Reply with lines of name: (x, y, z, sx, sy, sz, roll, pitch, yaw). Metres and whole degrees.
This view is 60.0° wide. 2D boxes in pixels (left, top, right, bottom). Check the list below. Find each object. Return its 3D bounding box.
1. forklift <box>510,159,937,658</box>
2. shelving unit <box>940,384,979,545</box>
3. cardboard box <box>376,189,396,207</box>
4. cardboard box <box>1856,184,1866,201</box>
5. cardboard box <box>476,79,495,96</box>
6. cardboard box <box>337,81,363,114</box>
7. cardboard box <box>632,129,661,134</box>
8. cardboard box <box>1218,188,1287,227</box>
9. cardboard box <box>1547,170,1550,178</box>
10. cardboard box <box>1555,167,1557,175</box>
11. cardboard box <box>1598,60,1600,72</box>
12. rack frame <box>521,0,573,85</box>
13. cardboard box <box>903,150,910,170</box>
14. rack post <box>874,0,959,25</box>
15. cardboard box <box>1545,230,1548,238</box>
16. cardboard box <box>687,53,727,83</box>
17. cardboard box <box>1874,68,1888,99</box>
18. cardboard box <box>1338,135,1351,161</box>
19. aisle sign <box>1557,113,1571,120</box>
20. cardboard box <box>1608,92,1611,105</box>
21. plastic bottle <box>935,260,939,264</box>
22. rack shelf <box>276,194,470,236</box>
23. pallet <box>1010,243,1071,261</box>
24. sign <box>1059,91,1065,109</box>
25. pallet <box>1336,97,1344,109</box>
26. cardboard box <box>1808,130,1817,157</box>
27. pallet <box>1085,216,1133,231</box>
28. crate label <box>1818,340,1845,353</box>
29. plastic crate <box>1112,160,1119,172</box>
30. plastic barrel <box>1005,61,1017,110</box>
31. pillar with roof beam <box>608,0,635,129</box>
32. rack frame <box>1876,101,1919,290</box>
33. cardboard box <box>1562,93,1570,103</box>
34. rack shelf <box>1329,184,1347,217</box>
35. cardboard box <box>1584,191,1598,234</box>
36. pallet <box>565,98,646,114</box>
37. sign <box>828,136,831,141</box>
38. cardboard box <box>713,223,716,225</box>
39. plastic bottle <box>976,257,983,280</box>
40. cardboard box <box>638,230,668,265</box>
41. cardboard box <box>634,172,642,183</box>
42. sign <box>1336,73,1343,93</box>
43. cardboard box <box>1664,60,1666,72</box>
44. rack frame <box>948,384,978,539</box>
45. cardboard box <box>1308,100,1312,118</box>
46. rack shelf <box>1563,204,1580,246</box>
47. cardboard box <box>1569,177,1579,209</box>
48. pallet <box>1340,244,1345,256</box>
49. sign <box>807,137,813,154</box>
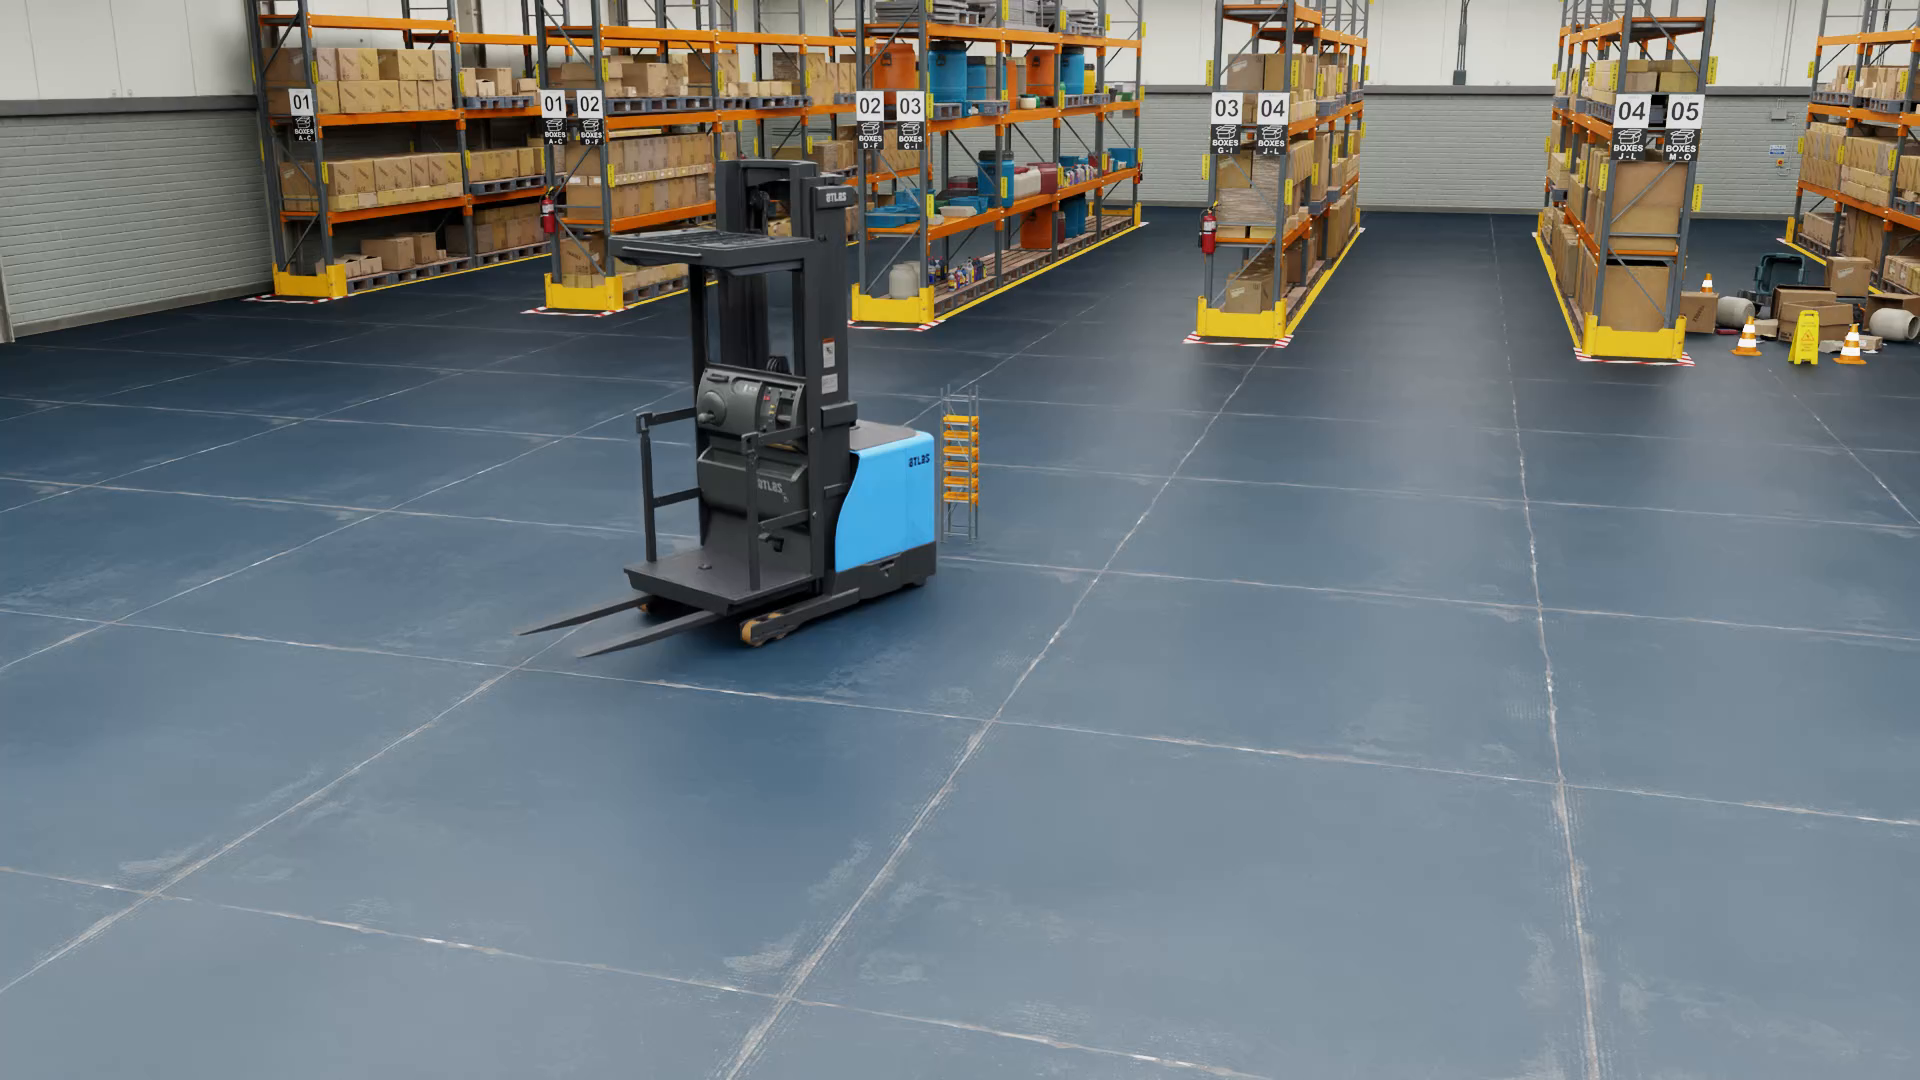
forklift: (-1.494, -0.893, 10.605, 1.130, 2.935, 3.031, 13, 20, 38)
shelving unit: (-0.004, -0.573, 12.652, 0.258, 1.200, 0.189, 5, 16, 16)
cardboard box: (-9.716, -5.674, 27.573, 0.500, 0.250, 0.500, 4, 16, 15)
cardboard box: (15.880, -6.017, 28.820, 0.500, 0.250, 0.500, 4, 16, 15)
cardboard box: (-8.900, -8.310, 30.527, 0.500, 0.311, 0.500, 5, 17, 18)
cardboard box: (-9.922, -7.070, 26.541, 0.500, 0.500, 0.500, 6, 17, 20)
cardboard box: (-6.921, -8.922, 36.650, 0.500, 0.250, 0.500, 5, 17, 17)
cardboard box: (3.986, -4.544, 22.624, 0.875, 0.500, 0.500, 5, 16, 16)
cardboard box: (12.511, -7.670, 34.833, 0.380, 0.149, 0.250, 4, 16, 14)
cardboard box: (10.799, -6.551, 29.574, 0.380, 0.149, 0.250, 5, 16, 15)
cardboard box: (9.094, -6.600, 23.152, 0.380, 0.149, 0.250, 4, 16, 15)
rack frame: (-8.170, -10.342, 32.801, 1.000, 3.000, 0.127, 5, 16, 16)
cardboard box: (-1.447, -8.678, 37.744, 0.500, 0.500, 0.500, 4, 16, 15)
rack post: (-0.608, -7.429, 23.444, 0.937, 0.300, 0.954, 7, 17, 22)
cardboard box: (12.019, -6.170, 33.539, 0.380, 0.149, 0.250, 5, 16, 16)
cardboard box: (-4.343, -8.119, 28.589, 0.500, 0.500, 0.500, 5, 17, 17)
cardboard box: (15.801, -7.712, 28.073, 0.500, 0.500, 0.500, 5, 17, 16)
cardboard box: (7.595, -7.888, 33.496, 0.500, 0.500, 0.500, 5, 16, 16)
aisle sign: (12.811, -9.279, 35.282, 0.394, 0.787, 0.004, 5, 16, 16)
cardboard box: (8.372, -5.551, 20.915, 0.380, 0.149, 0.250, 5, 17, 16)
plastic bottle: (-0.385, -4.407, 27.054, 0.152, 0.276, 0.135, 5, 17, 18)
rack shelf: (-9.875, -5.540, 28.184, 1.077, 0.370, 4.000, 5, 16, 16)
pallet: (1.512, -5.556, 32.031, 1.003, 0.211, 1.213, 5, 16, 16)
sign: (1.858, -8.040, 30.373, 0.100, 0.325, 0.005, 5, 16, 16)
pallet: (6.209, -7.829, 29.782, 1.213, 0.211, 1.003, 5, 17, 18)
cardboard box: (17.302, -7.918, 33.234, 0.500, 0.500, 0.500, 4, 16, 14)
pallet: (3.330, -7.227, 37.921, 1.003, 0.211, 1.213, 5, 16, 16)
crate label: (11.194, -2.485, 21.341, 0.250, 0.136, 0.298, -4, 16, -13)
plastic crate: (3.264, -8.172, 36.341, 0.416, 0.233, 0.300, 5, 16, 16)
plastic barrel: (0.701, -7.969, 29.142, 0.600, 0.830, 0.708, 5, 16, 16)
pillar with roof beam: (-3.536, -11.305, 36.196, 9.100, 9.000, 0.400, 5, 16, 16)
rack frame: (15.579, -5.535, 26.848, 1.000, 3.000, 0.127, 5, 16, 16)
cardboard box: (11.821, -8.460, 31.935, 0.500, 0.250, 0.500, 5, 17, 17)
rack shelf: (6.646, -6.481, 31.500, 1.077, 0.370, 4.000, 5, 16, 16)
cardboard box: (9.173, -4.543, 23.075, 0.875, 0.550, 0.550, 5, 16, 16)
pallet: (-5.467, -6.564, 25.138, 1.003, 0.211, 1.213, 5, 16, 16)
sign: (-2.805, -8.576, 35.982, 0.100, 0.325, 0.005, 5, 16, 16)
cardboard box: (-4.284, -5.702, 30.677, 0.500, 0.311, 0.500, 4, 16, 15)
plastic bottle: (0.285, -4.388, 26.851, 0.144, 0.351, 0.185, 4, 16, 14)
cardboard box: (-4.899, -4.735, 26.922, 0.500, 0.500, 0.500, 5, 16, 16)
cardboard box: (-5.157, -5.626, 25.797, 0.380, 0.149, 0.250, 4, 16, 15)
sign: (6.597, -7.953, 28.927, 0.100, 0.325, 0.005, 5, 16, 16)
cardboard box: (9.148, -6.017, 21.095, 0.380, 0.149, 0.250, 5, 17, 16)
rack frame: (0.022, -0.597, 12.737, 0.240, 1.200, 0.006, 5, 16, 16)
cardboard box: (4.903, -6.353, 24.508, 0.500, 0.250, 0.500, 5, 17, 17)
rack shelf: (10.236, -5.023, 26.362, 1.077, 0.370, 4.000, 5, 16, 16)
cardboard box: (10.132, -5.579, 26.819, 0.500, 0.500, 0.500, 5, 16, 16)
pallet: (7.067, -5.801, 32.895, 1.003, 0.211, 1.213, 5, 16, 16)
sign: (-2.887, -7.588, 31.963, 0.100, 0.325, 0.005, 5, 16, 16)
